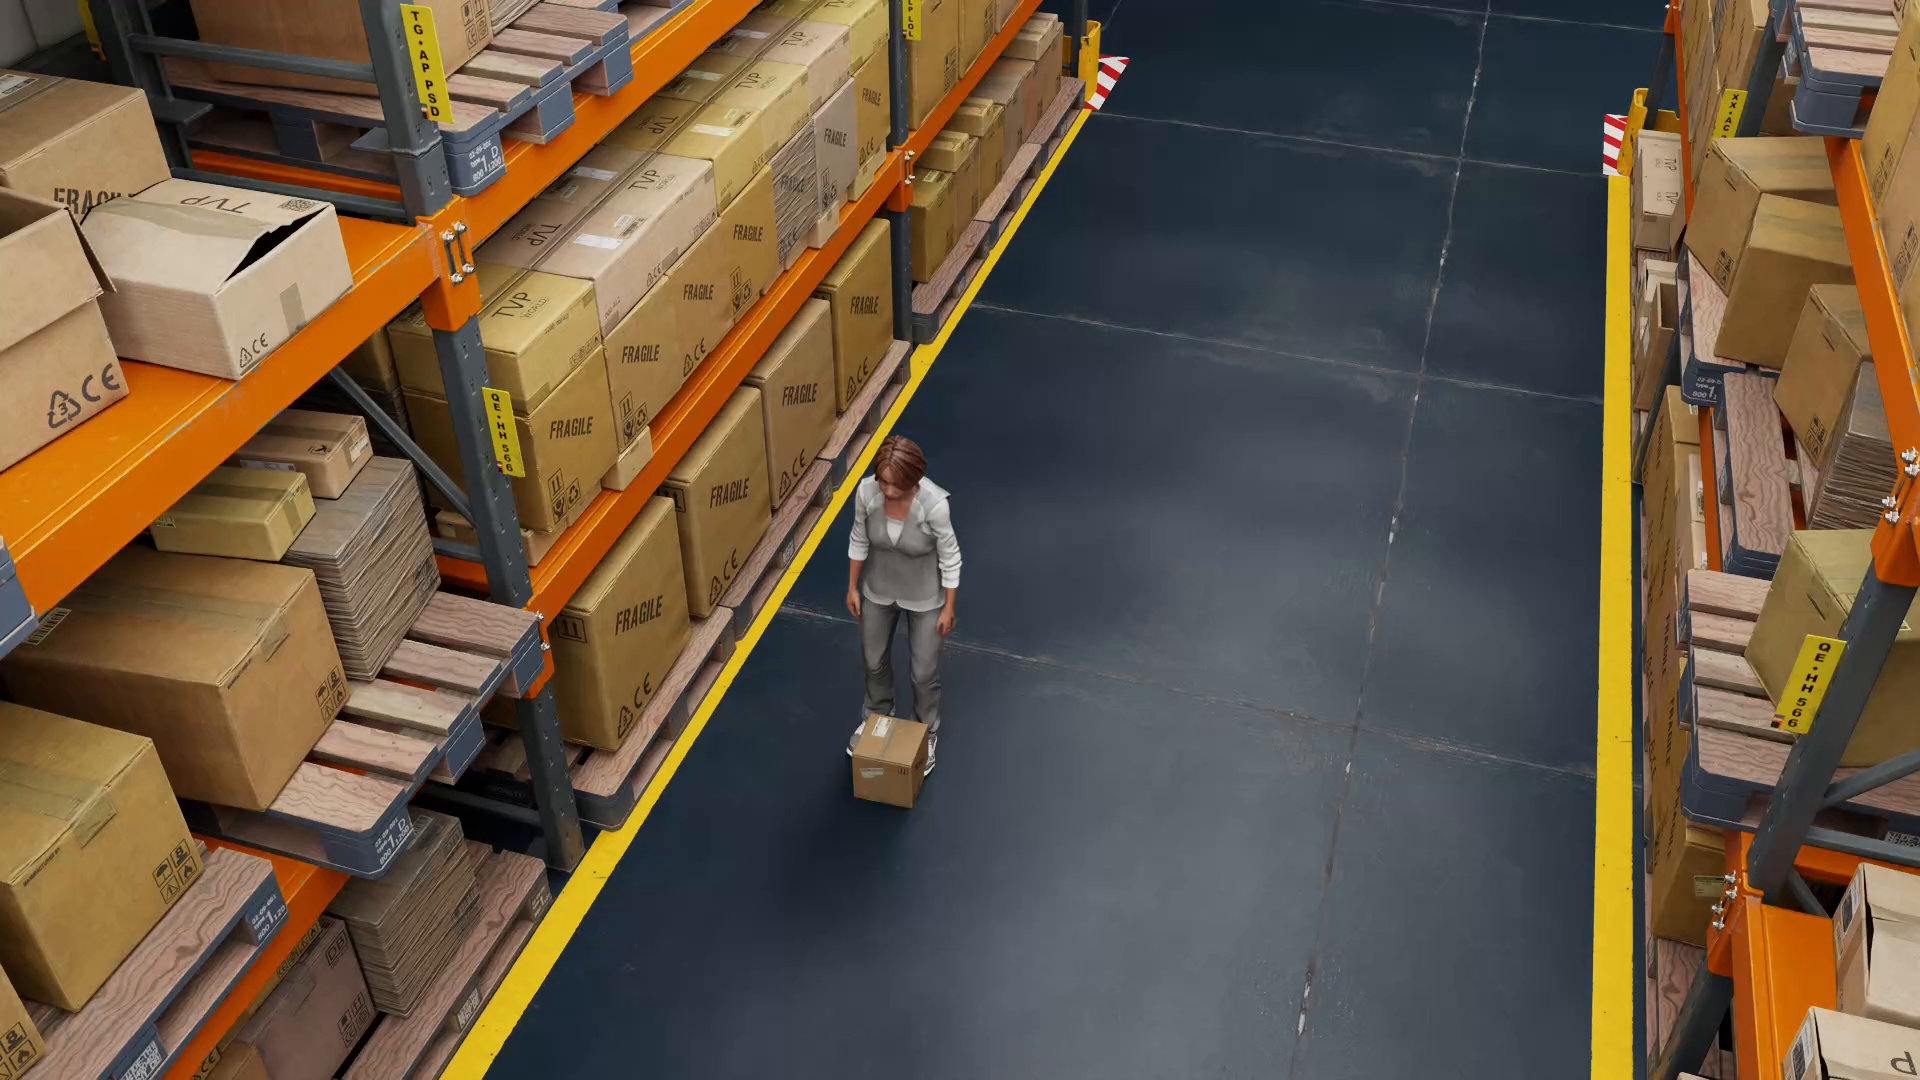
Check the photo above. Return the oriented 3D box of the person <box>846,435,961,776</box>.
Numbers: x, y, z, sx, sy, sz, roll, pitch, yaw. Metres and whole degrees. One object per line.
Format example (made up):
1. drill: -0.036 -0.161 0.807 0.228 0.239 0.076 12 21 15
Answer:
1. person: -0.226 0.257 6.600 0.461 1.548 0.364 11 39 14
